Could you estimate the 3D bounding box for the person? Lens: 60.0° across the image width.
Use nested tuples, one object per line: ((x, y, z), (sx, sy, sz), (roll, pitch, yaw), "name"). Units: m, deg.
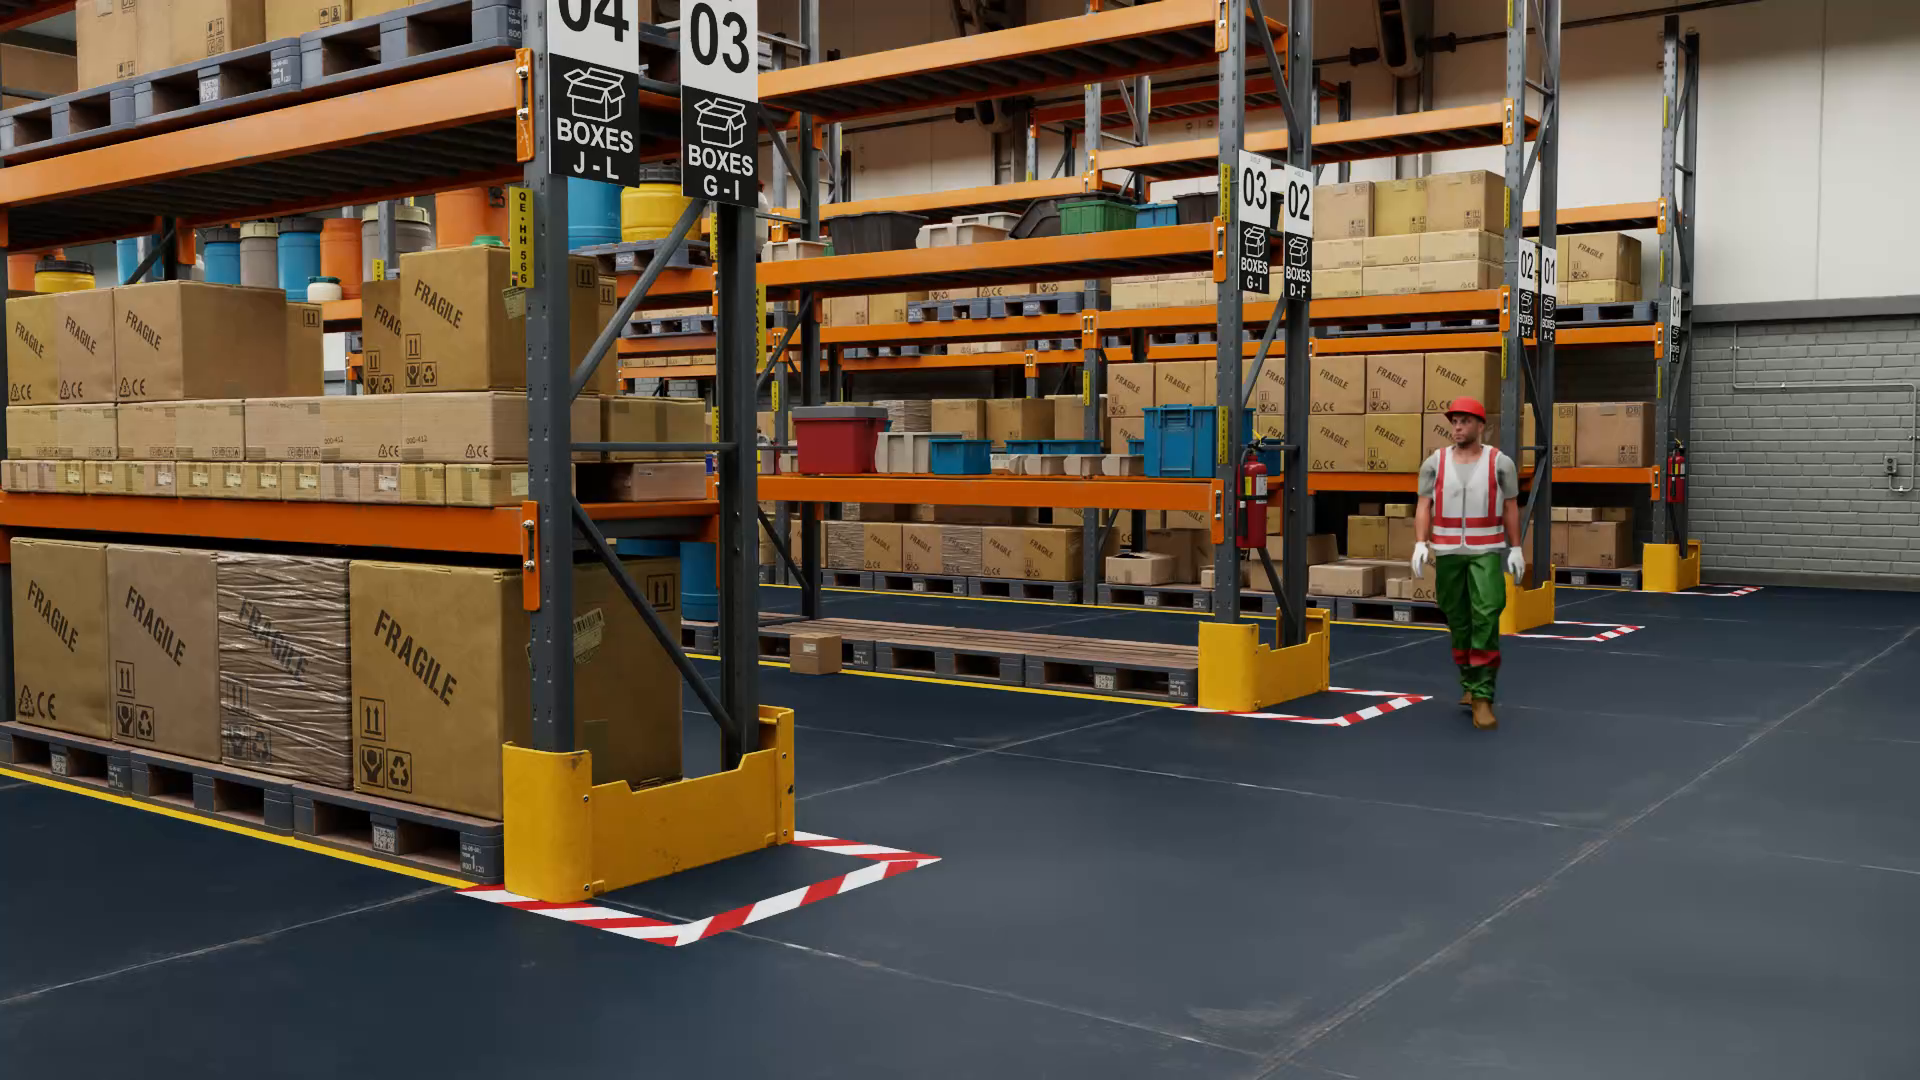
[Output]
((2.817, 0.099, 9.252), (0.588, 1.799, 0.783), (1, 3, 25), "person")
